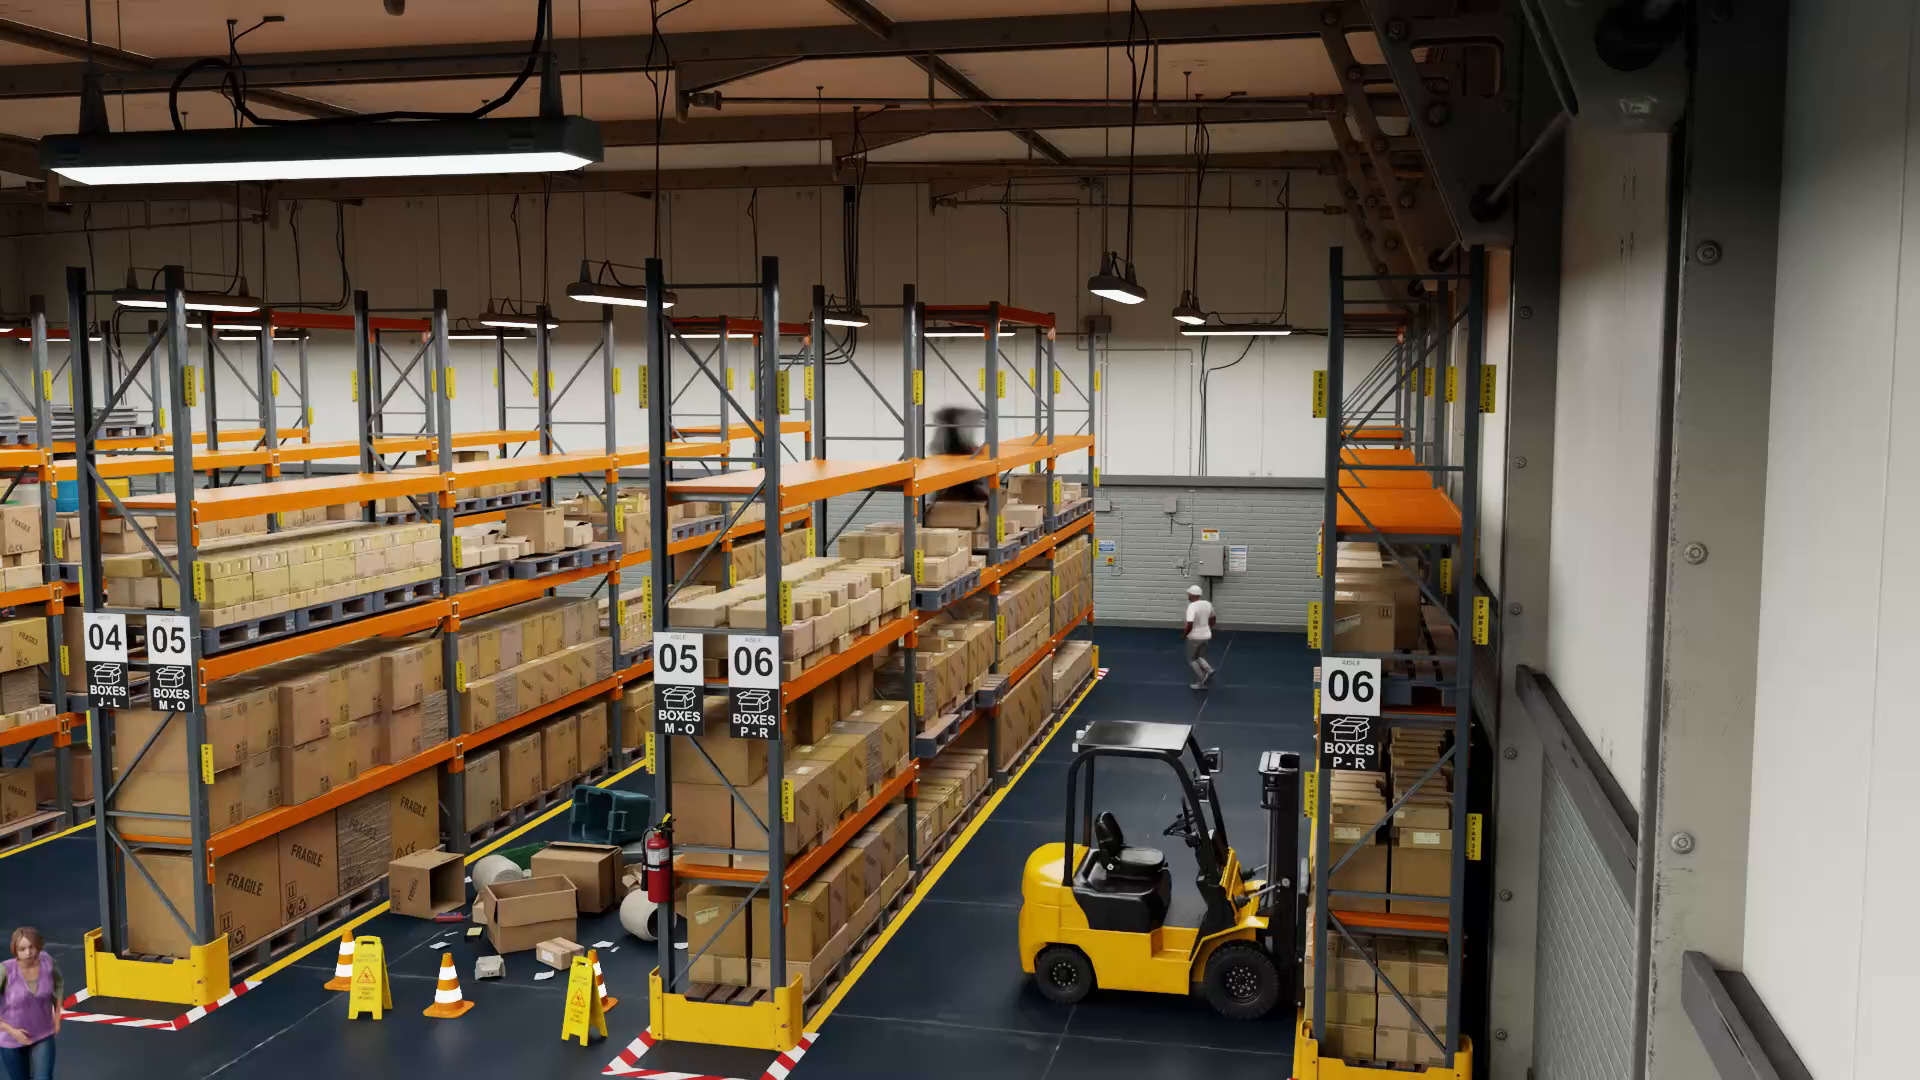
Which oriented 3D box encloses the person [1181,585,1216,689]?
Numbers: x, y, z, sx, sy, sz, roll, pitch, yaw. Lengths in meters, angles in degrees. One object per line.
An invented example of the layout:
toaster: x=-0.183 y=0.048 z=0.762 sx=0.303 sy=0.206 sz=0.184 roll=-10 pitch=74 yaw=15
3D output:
person: x=3.925 y=1.590 z=27.039 sx=0.697 sy=1.699 sz=0.587 roll=-4 pitch=7 yaw=-36

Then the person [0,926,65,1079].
person: x=-6.205 y=3.331 z=11.022 sx=0.527 sy=1.463 sz=0.723 roll=-4 pitch=7 yaw=-36
